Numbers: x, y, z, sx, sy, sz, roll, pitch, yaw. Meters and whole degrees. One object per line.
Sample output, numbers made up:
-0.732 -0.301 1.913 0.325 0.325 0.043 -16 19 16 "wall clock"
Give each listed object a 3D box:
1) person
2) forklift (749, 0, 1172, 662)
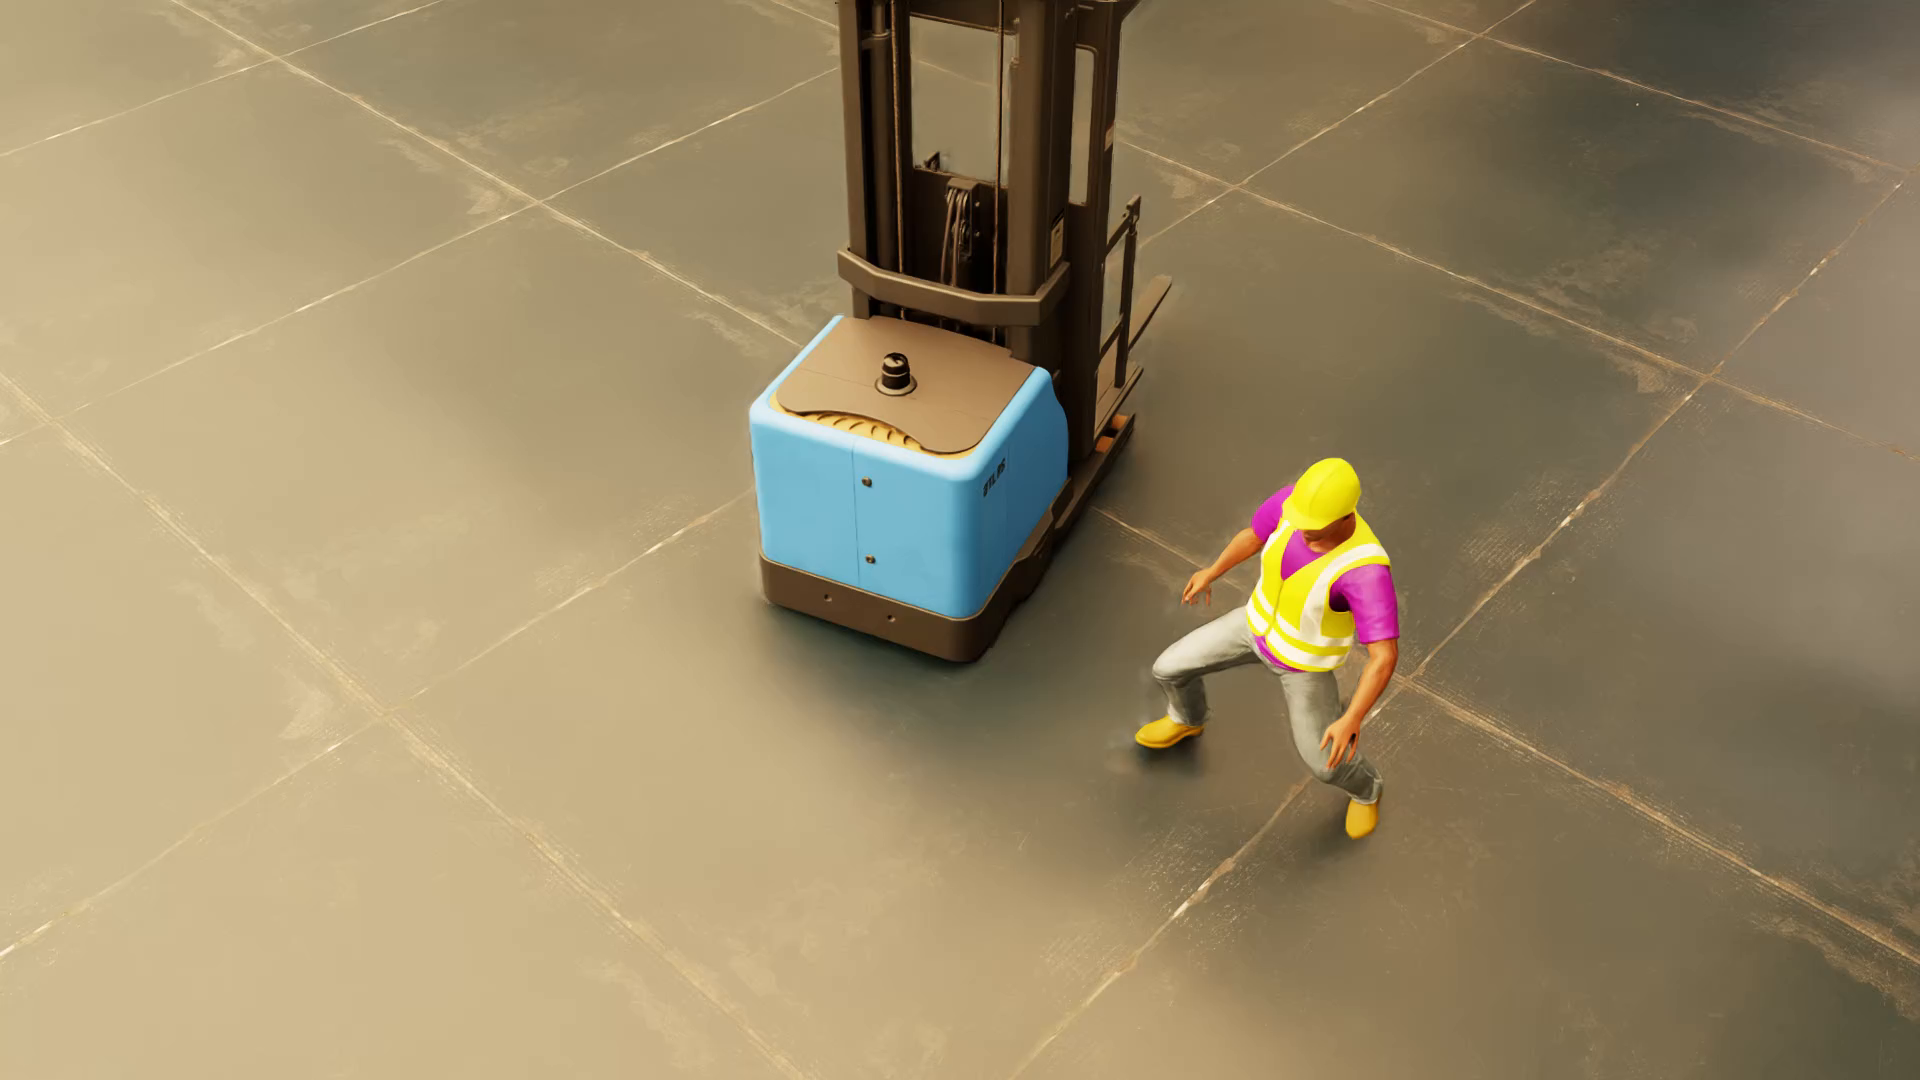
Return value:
1.224 0.377 6.022 0.720 1.630 1.020 -21 45 -23 "person"
0.209 -1.562 7.248 1.130 2.935 3.031 17 43 19 "forklift"
